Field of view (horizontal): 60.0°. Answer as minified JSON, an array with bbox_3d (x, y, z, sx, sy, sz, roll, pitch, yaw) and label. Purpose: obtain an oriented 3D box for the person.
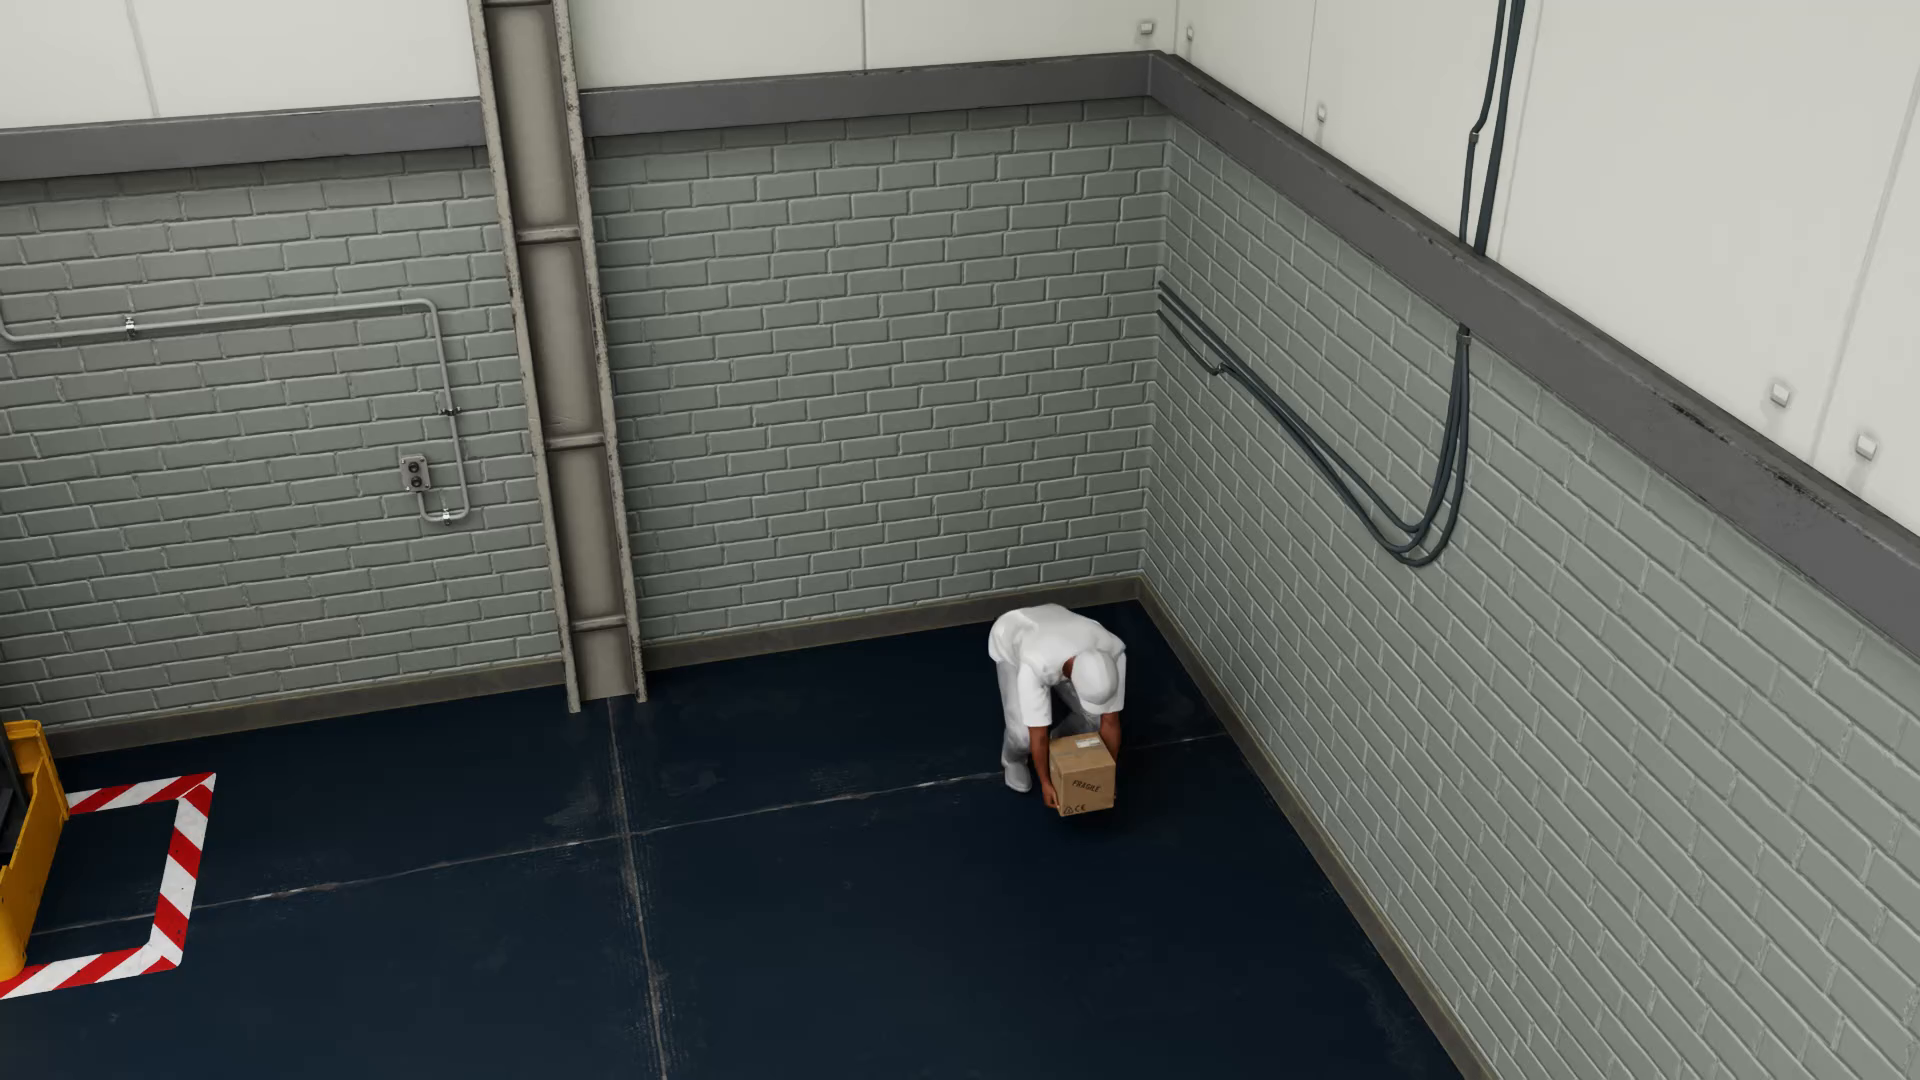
[{"bbox_3d":[0.465,0.752,7.675,0.534,1.012,0.944,-9,31,-15],"label":"person"}]
